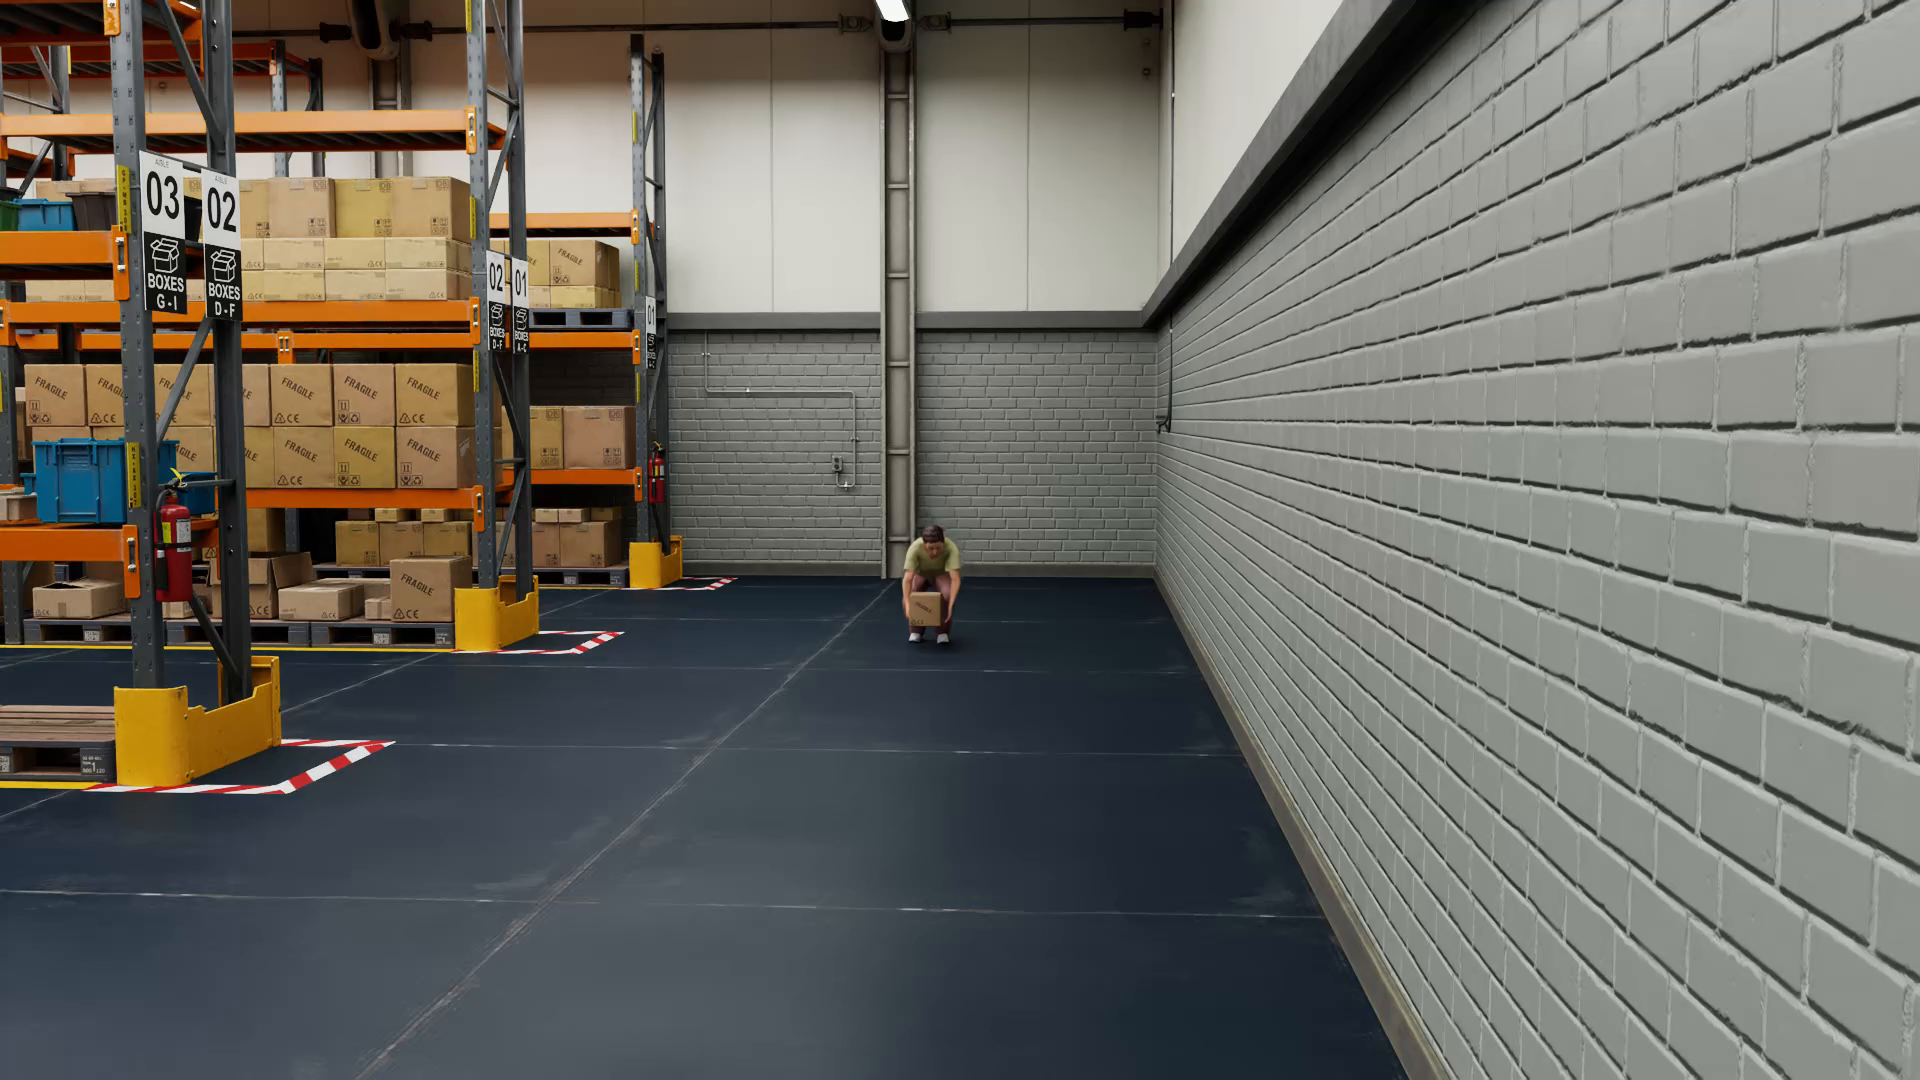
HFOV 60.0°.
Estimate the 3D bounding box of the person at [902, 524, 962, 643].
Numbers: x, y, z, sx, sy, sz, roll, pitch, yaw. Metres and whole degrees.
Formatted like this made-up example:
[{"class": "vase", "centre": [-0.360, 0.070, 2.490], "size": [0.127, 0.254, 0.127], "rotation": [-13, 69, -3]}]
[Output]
[{"class": "person", "centre": [-0.224, 0.355, 13.824], "size": [0.495, 1.008, 0.766], "rotation": [0, 4, 3]}]
